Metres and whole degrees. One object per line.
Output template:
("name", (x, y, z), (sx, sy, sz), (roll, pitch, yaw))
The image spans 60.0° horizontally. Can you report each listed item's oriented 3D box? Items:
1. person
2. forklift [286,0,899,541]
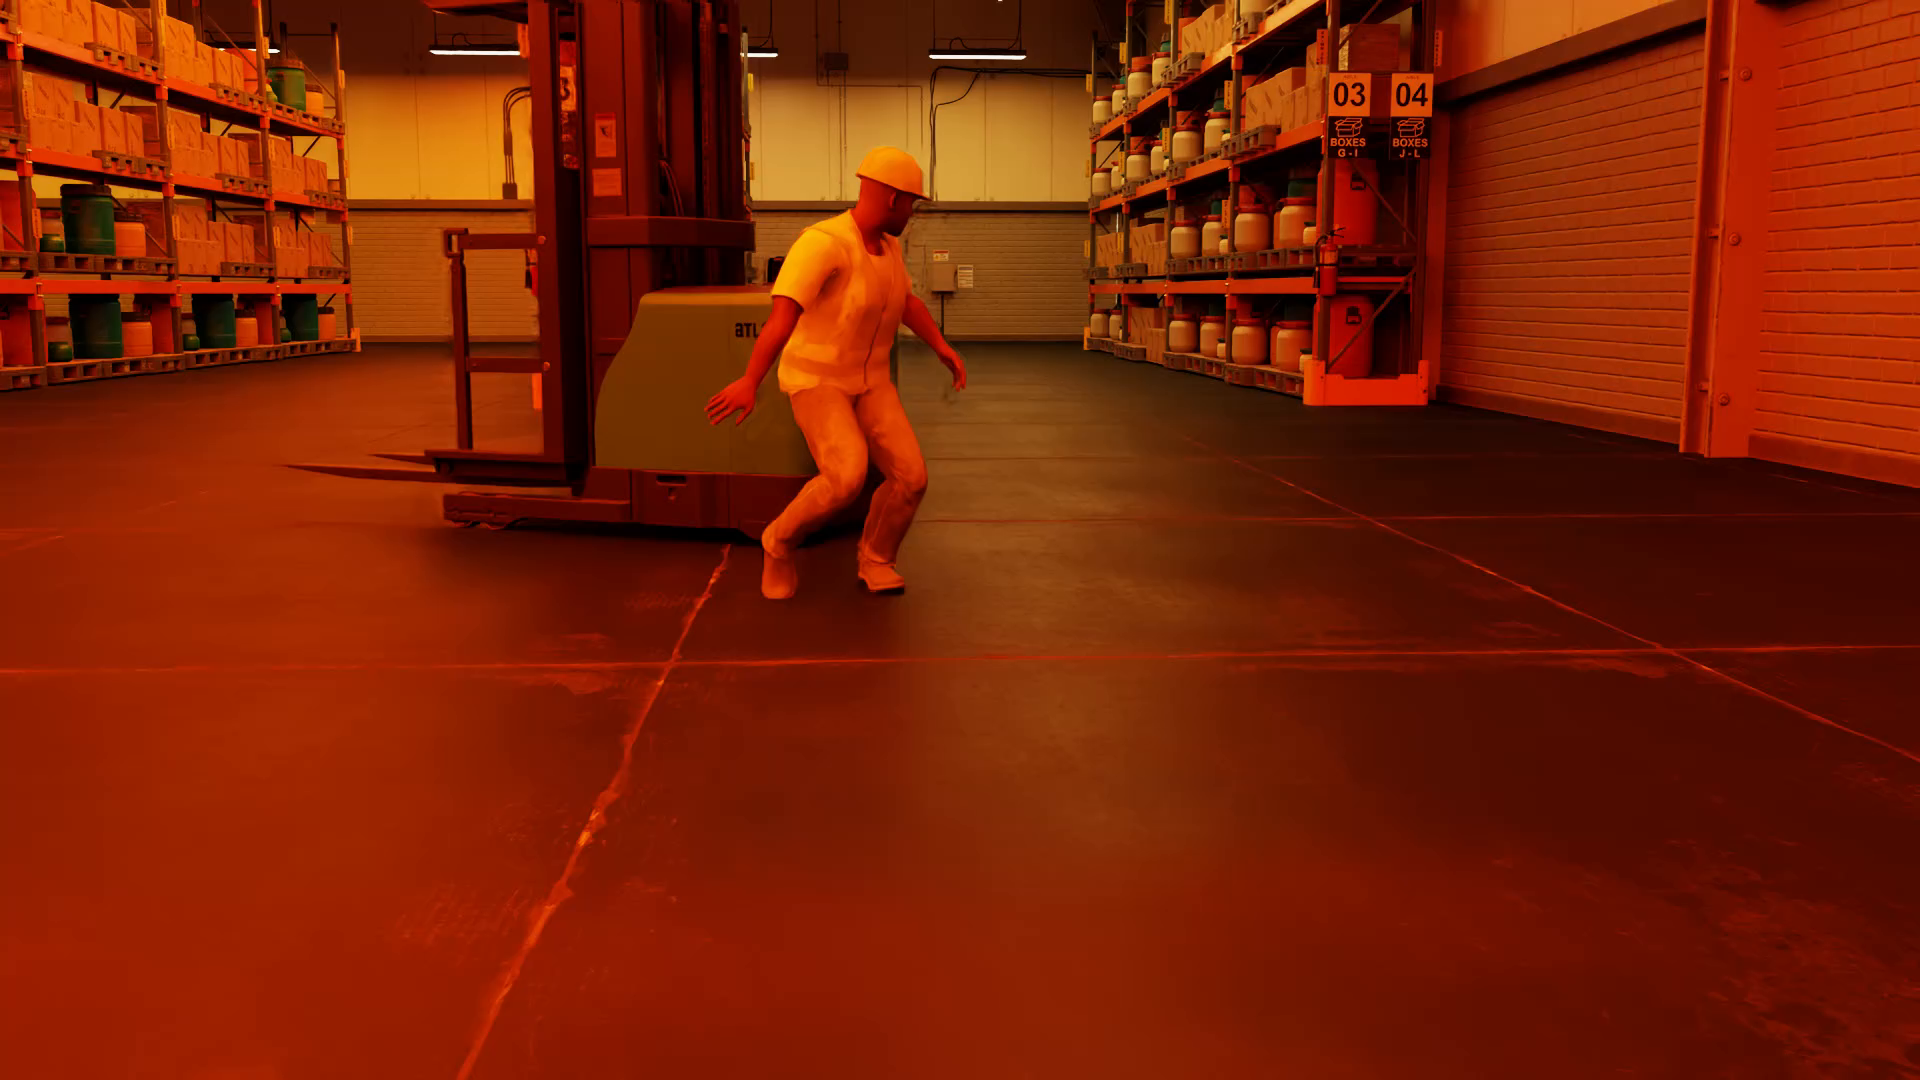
("person", (-0.430, -0.551, 5.829), (0.535, 1.617, 1.018), (7, 11, 41))
("forklift", (-1.841, -1.562, 7.847), (3.031, 2.935, 1.130), (3, 9, 22))
